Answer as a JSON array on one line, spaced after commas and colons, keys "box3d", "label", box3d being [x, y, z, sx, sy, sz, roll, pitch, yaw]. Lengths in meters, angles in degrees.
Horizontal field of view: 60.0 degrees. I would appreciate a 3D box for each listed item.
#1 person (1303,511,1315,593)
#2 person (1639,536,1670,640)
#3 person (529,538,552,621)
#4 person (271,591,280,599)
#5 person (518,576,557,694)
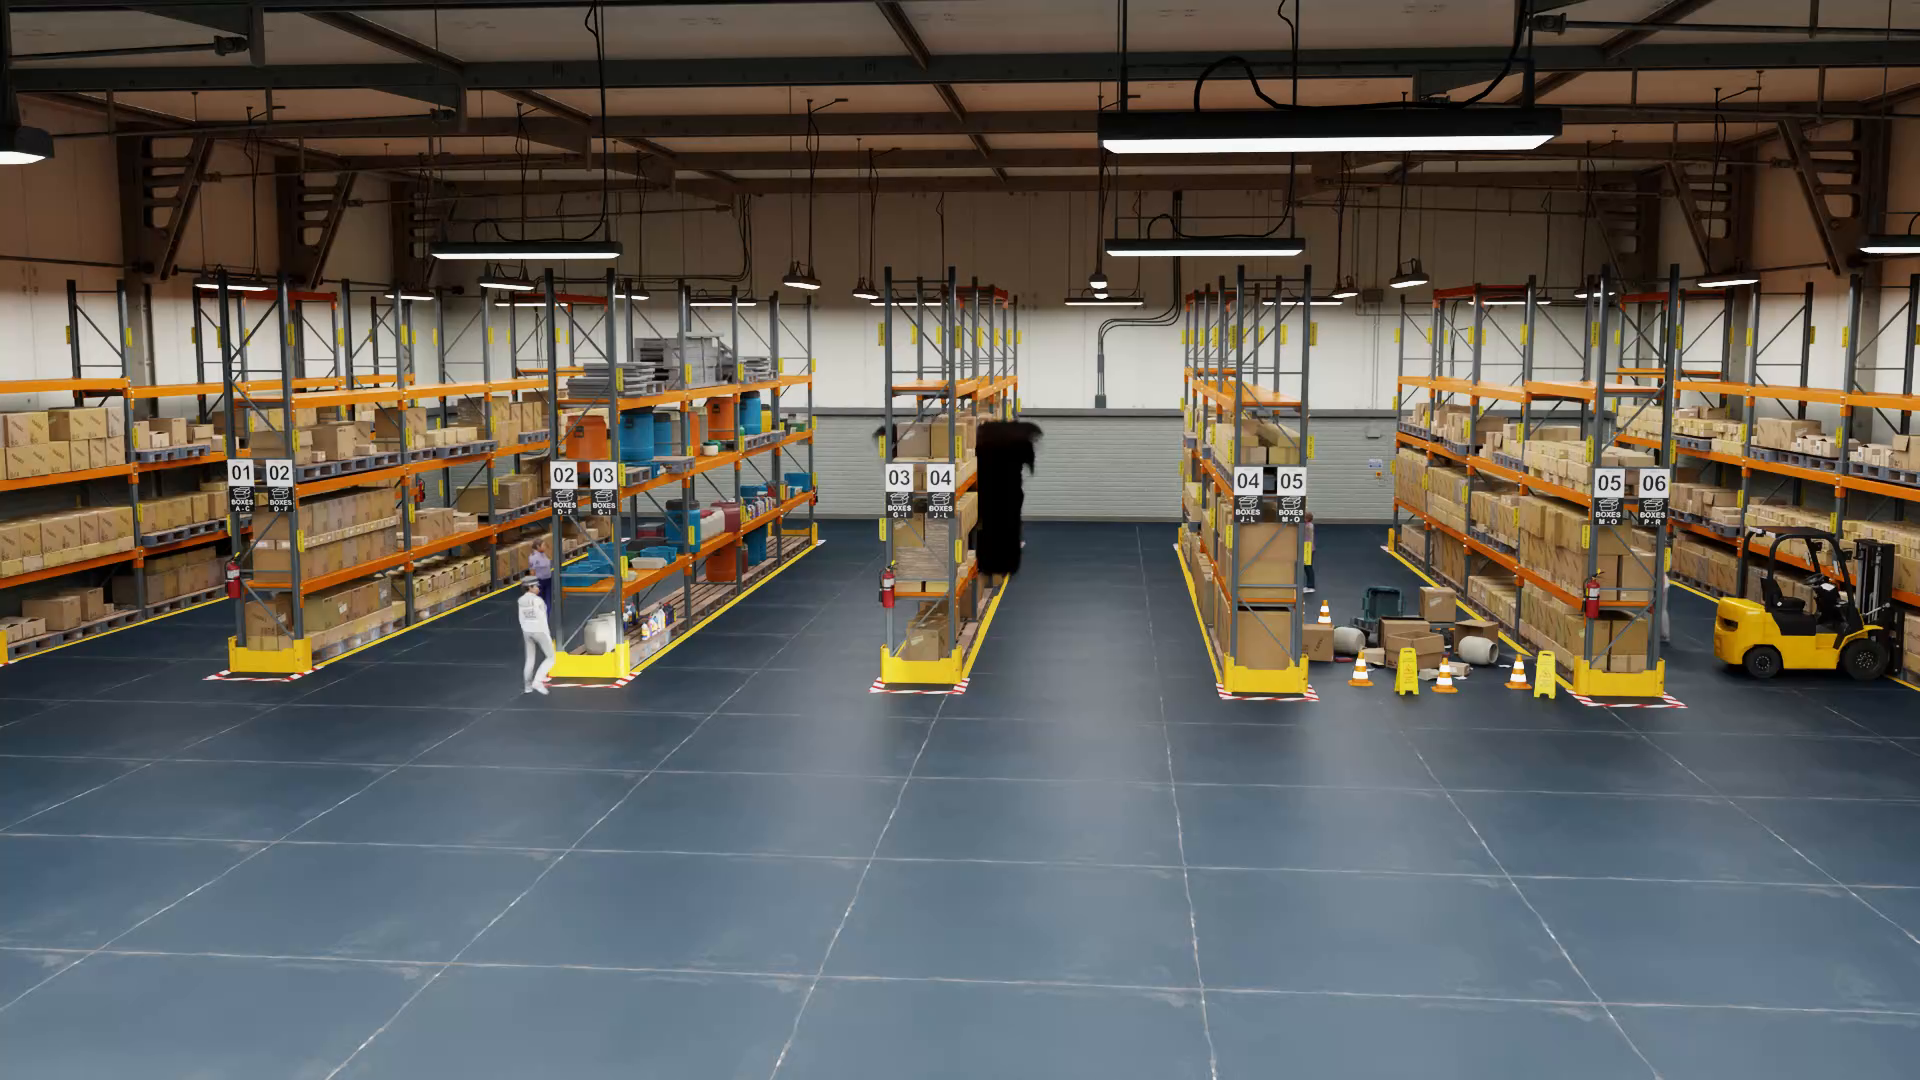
[{"box3d": [6.846, 0.229, 32.786, 0.346, 1.604, 0.448, 2, 7, 16], "label": "person"}, {"box3d": [11.465, 0.788, 27.559, 0.524, 1.752, 0.686, -6, 9, -40], "label": "person"}, {"box3d": [-7.019, 0.817, 28.071, 0.511, 1.693, 0.480, 5, 8, 34], "label": "person"}, {"box3d": [-12.158, 0.568, 29.697, 0.579, 1.742, 0.710, -5, 9, -38], "label": "person"}, {"box3d": [-5.983, 1.339, 23.332, 0.583, 1.678, 0.416, 4, 8, 29], "label": "person"}]
